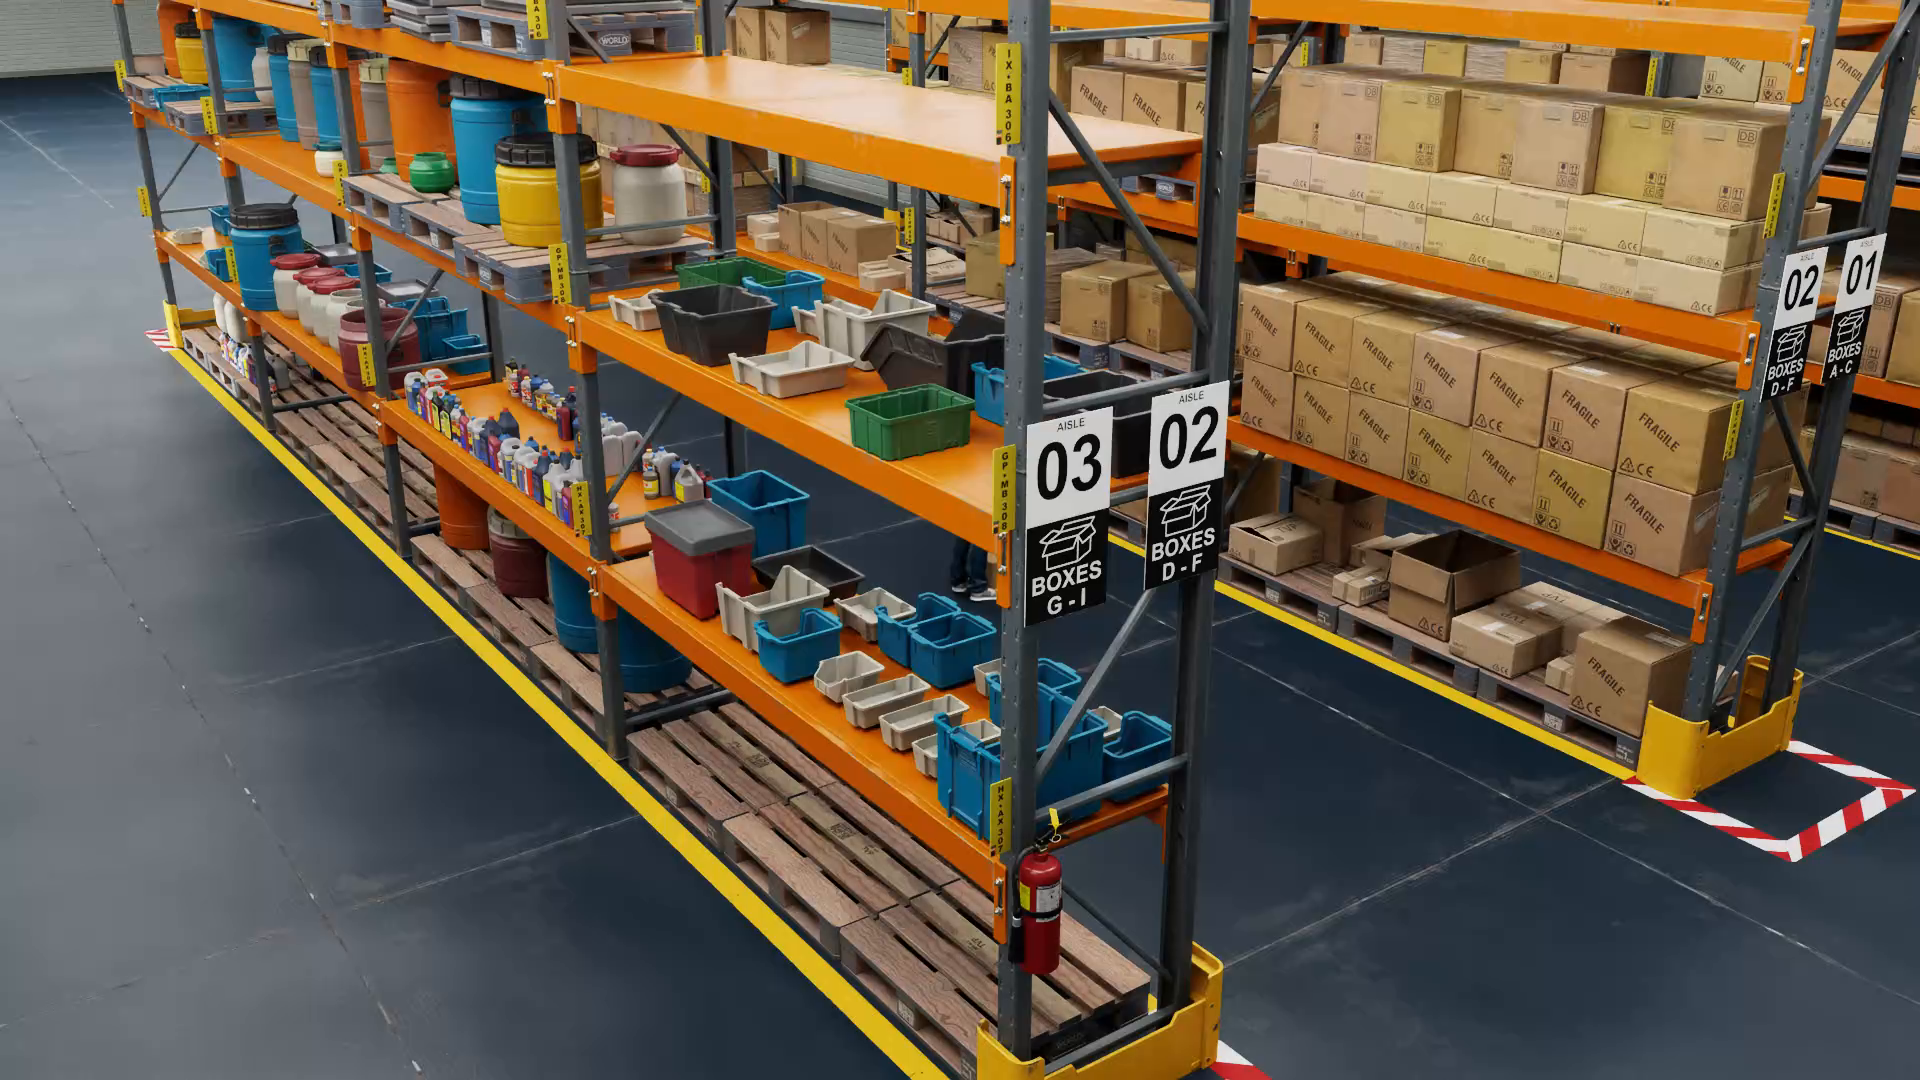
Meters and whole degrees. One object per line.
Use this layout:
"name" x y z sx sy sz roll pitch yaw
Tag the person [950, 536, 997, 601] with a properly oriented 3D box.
"person" 0.080 -0.338 12.228 0.339 1.592 0.462 -16 27 -35
